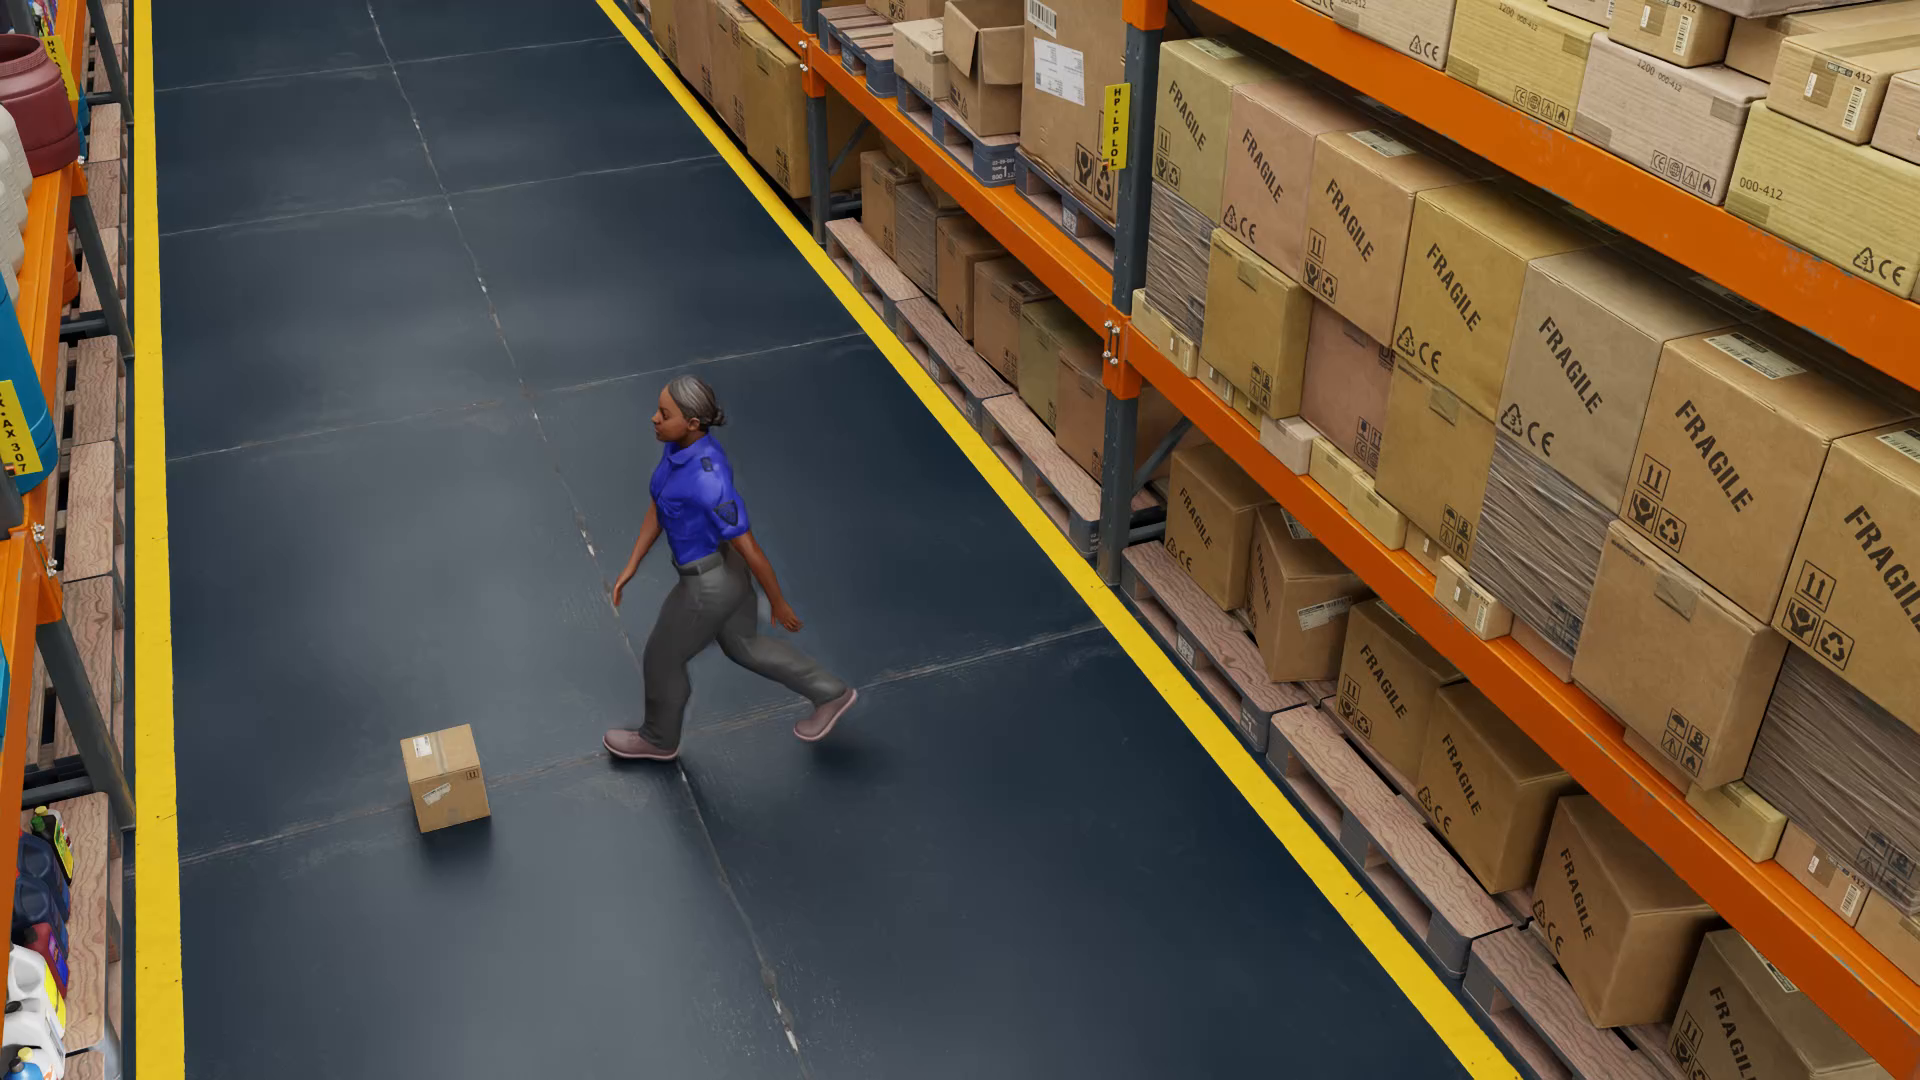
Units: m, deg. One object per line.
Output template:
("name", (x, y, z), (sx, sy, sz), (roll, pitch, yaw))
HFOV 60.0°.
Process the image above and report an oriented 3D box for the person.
("person", (-0.874, 0.132, 5.965), (0.985, 1.597, 0.435), (-4, 34, -6))
